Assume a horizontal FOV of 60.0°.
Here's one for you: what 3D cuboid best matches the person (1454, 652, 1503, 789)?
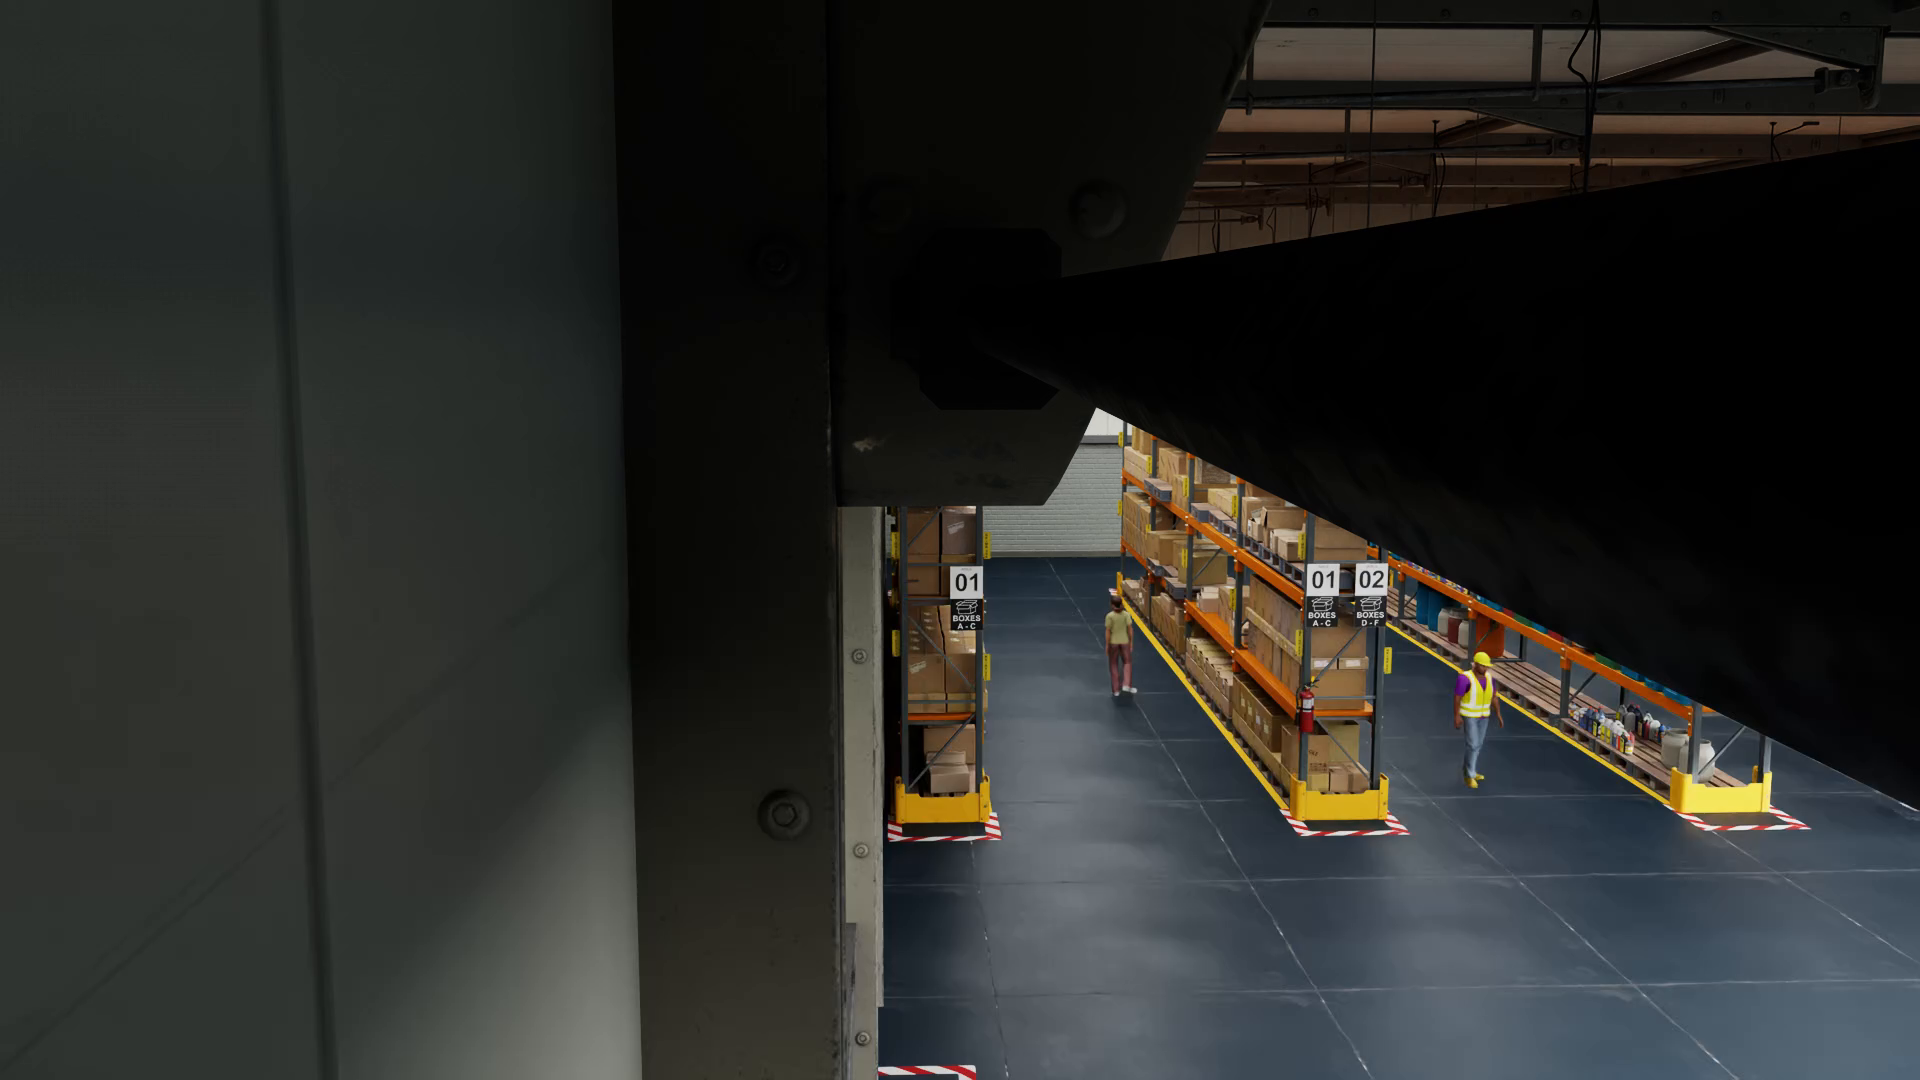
[{"bbox_3d":[6.870,2.378,22.114,0.629,1.832,0.510,-3,9,-23],"label":"person"}]

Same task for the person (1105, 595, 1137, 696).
[{"bbox_3d":[2.609,1.722,27.015,0.509,1.669,0.498,-1,8,-9],"label":"person"}]
